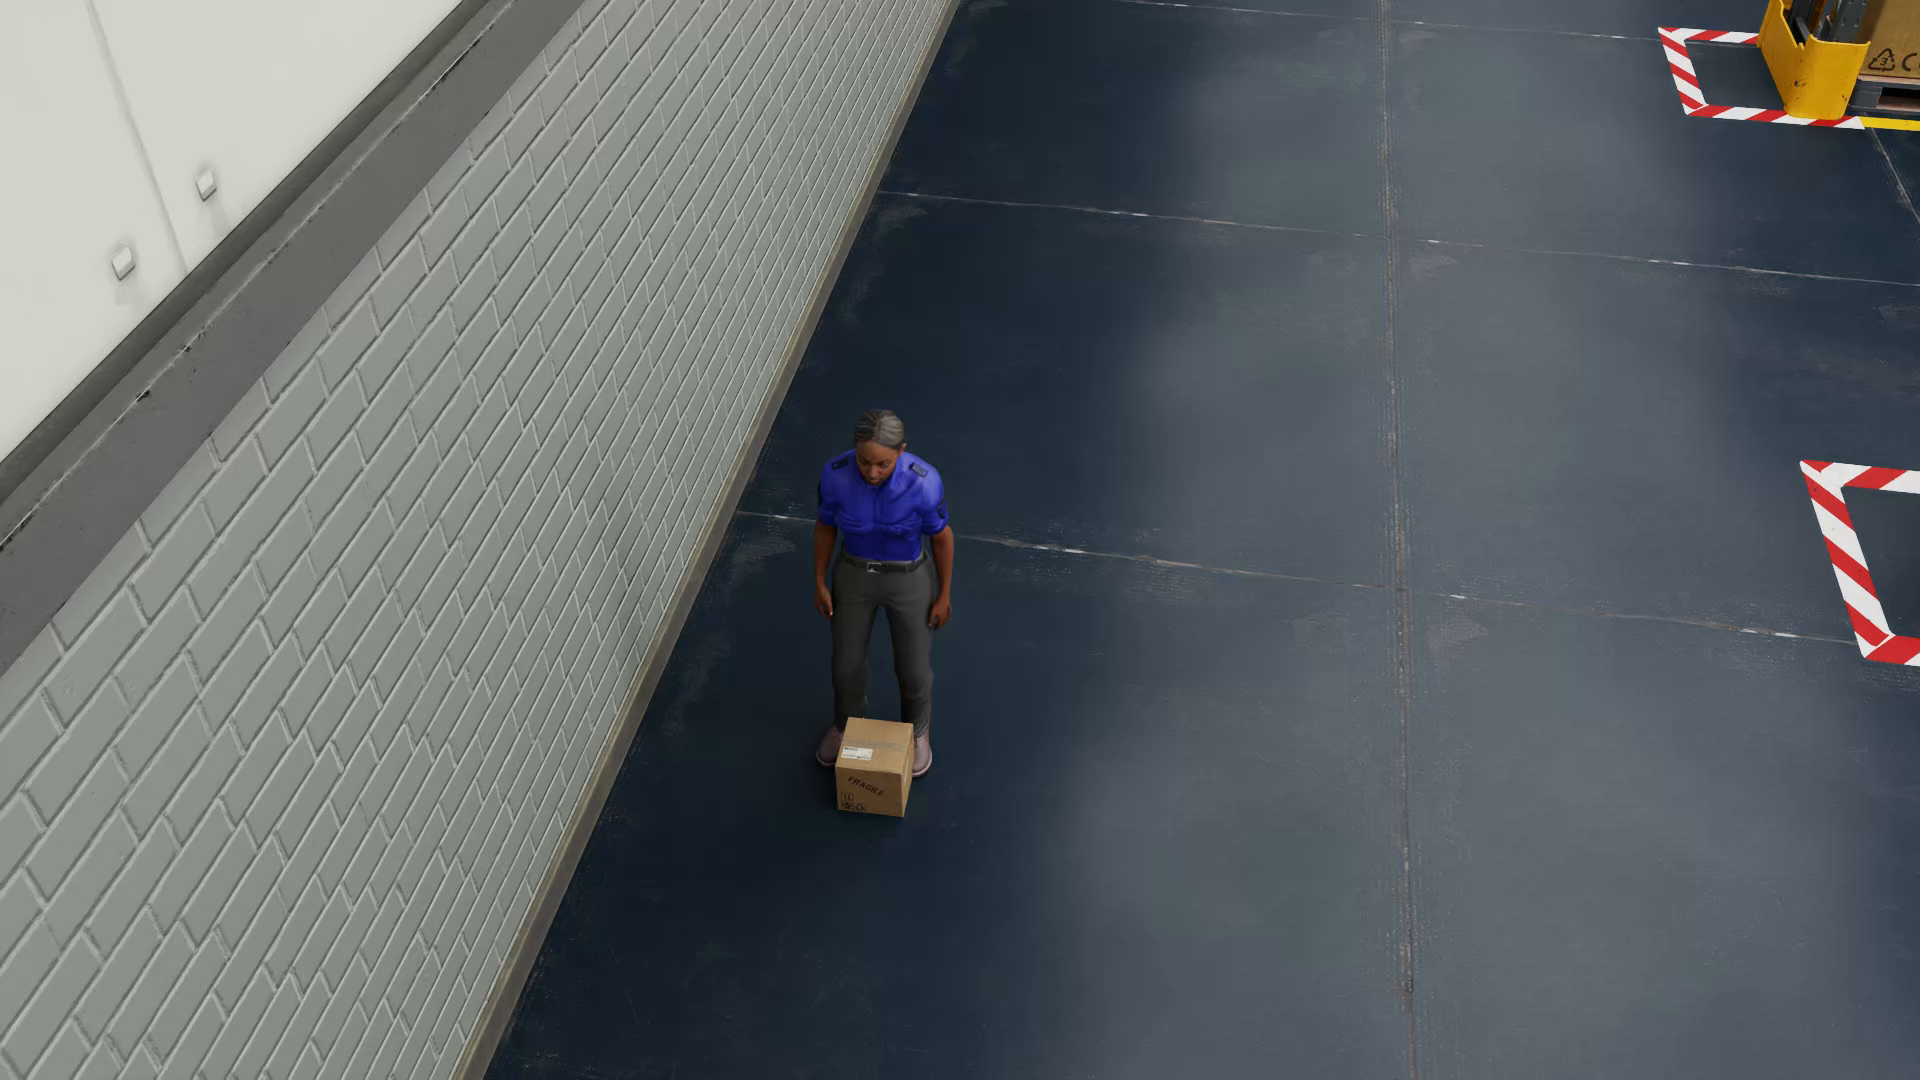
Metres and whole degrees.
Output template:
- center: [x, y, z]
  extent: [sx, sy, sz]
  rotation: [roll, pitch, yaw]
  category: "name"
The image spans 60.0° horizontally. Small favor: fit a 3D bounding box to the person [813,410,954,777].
- center: [-0.285, 0.178, 5.966]
  extent: [0.521, 1.640, 0.351]
  rotation: [6, 41, 7]
  category: "person"
